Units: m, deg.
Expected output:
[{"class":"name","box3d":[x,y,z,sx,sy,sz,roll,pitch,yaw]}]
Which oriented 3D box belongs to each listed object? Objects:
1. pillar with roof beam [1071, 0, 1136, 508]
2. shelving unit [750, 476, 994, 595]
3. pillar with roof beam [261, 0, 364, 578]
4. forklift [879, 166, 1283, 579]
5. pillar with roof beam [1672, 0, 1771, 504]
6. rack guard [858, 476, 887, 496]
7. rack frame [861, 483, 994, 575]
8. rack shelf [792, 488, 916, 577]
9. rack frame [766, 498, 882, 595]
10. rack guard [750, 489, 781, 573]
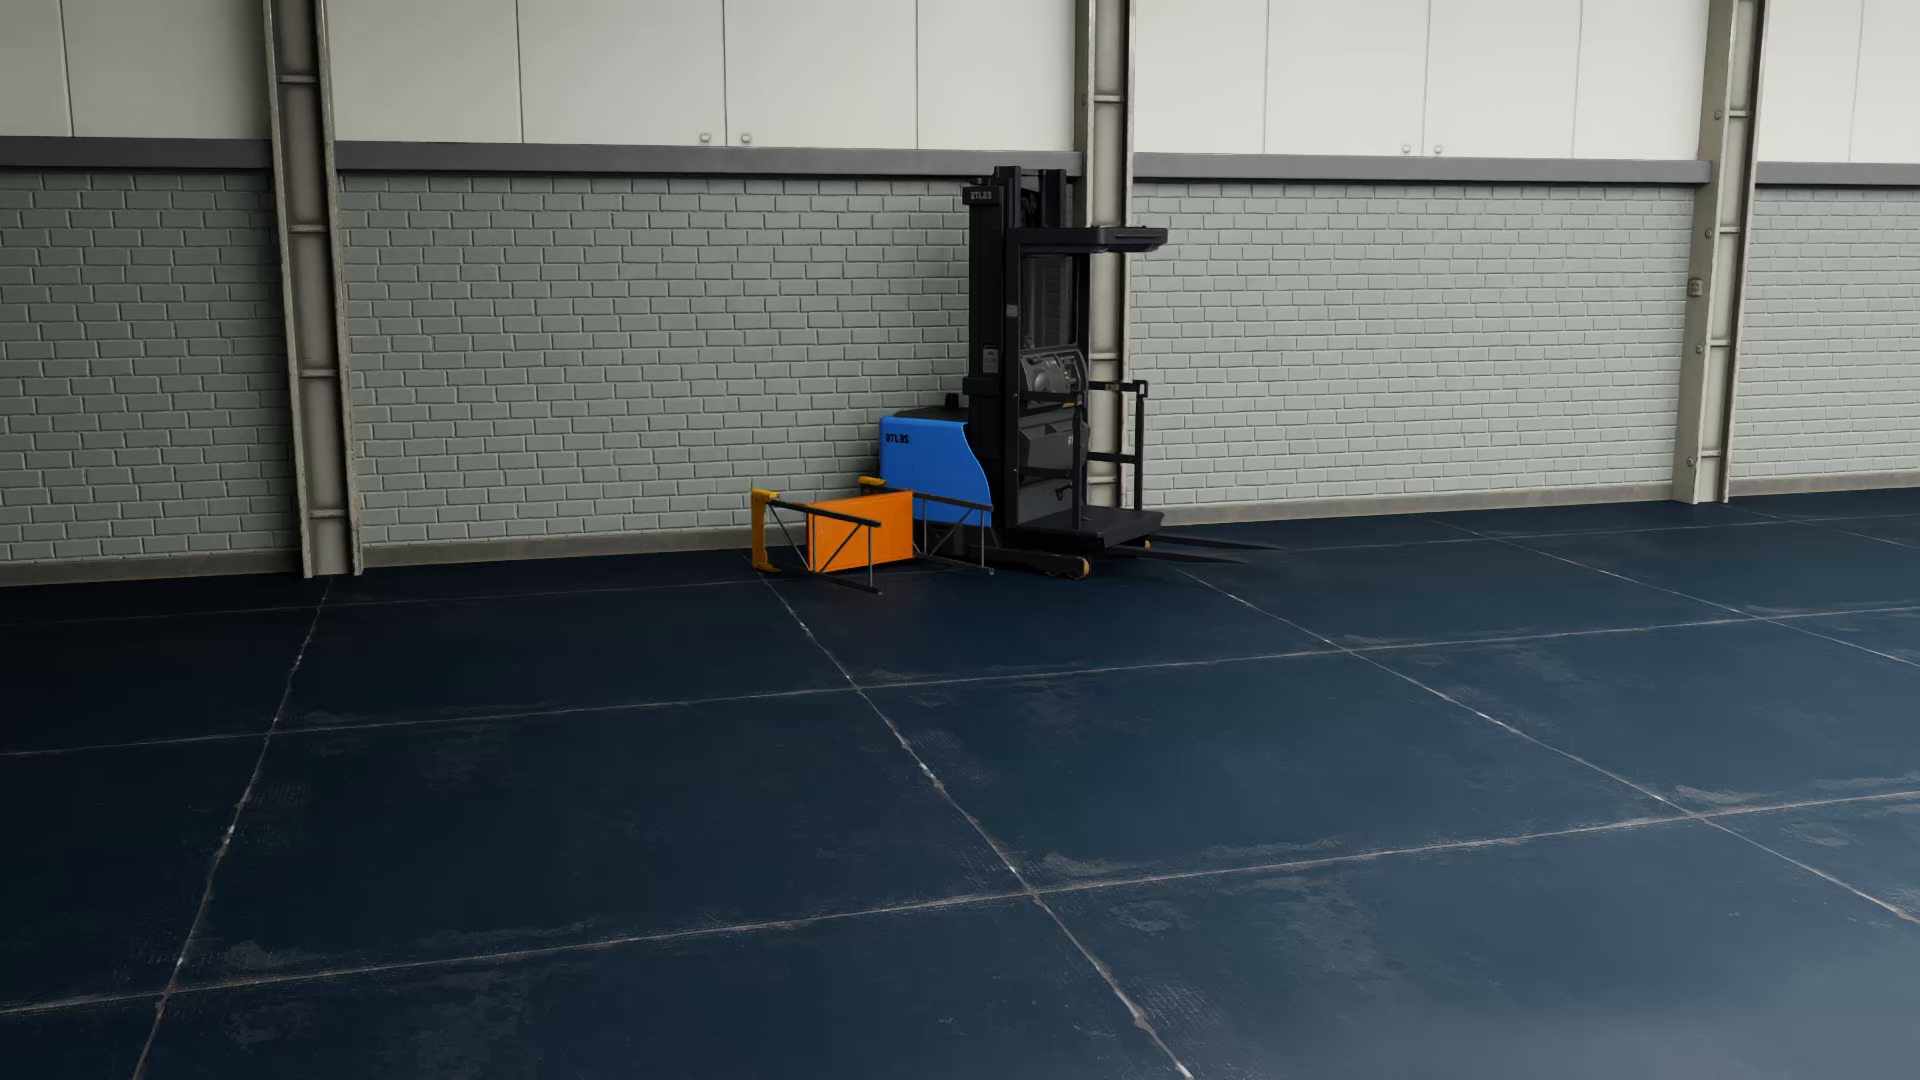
[{"class":"pillar with roof beam","box3d":[2.353,-3.742,9.017,0.400,9.000,9.100,-3,11,-16]},{"class":"shelving unit","box3d":[-0.642,-0.043,12.084,1.083,0.587,1.500,-9,14,-40]},{"class":"pillar with roof beam","box3d":[-3.408,-3.438,7.368,0.400,9.000,9.100,-3,11,-16]},{"class":"forklift","box3d":[0.880,-1.266,12.327,3.031,2.935,1.130,7,12,32]},{"class":"pillar with roof beam","box3d":[8.114,-4.045,10.667,0.400,9.000,9.100,-3,11,-16]},{"class":"rack guard","box3d":[-0.677,-0.187,12.870,0.087,0.587,0.250,-9,14,-40]},{"class":"rack frame","box3d":[-0.266,-0.102,12.407,0.032,0.500,1.500,-9,14,-40]},{"class":"rack shelf","box3d":[-0.767,-0.066,12.212,1.000,0.538,0.185,-9,14,-40]},{"class":"rack frame","box3d":[-1.032,0.019,11.750,0.032,0.500,1.500,-9,14,-40]},{"class":"rack guard","box3d":[-1.428,-0.069,12.226,0.087,0.587,0.250,-9,14,-40]}]
